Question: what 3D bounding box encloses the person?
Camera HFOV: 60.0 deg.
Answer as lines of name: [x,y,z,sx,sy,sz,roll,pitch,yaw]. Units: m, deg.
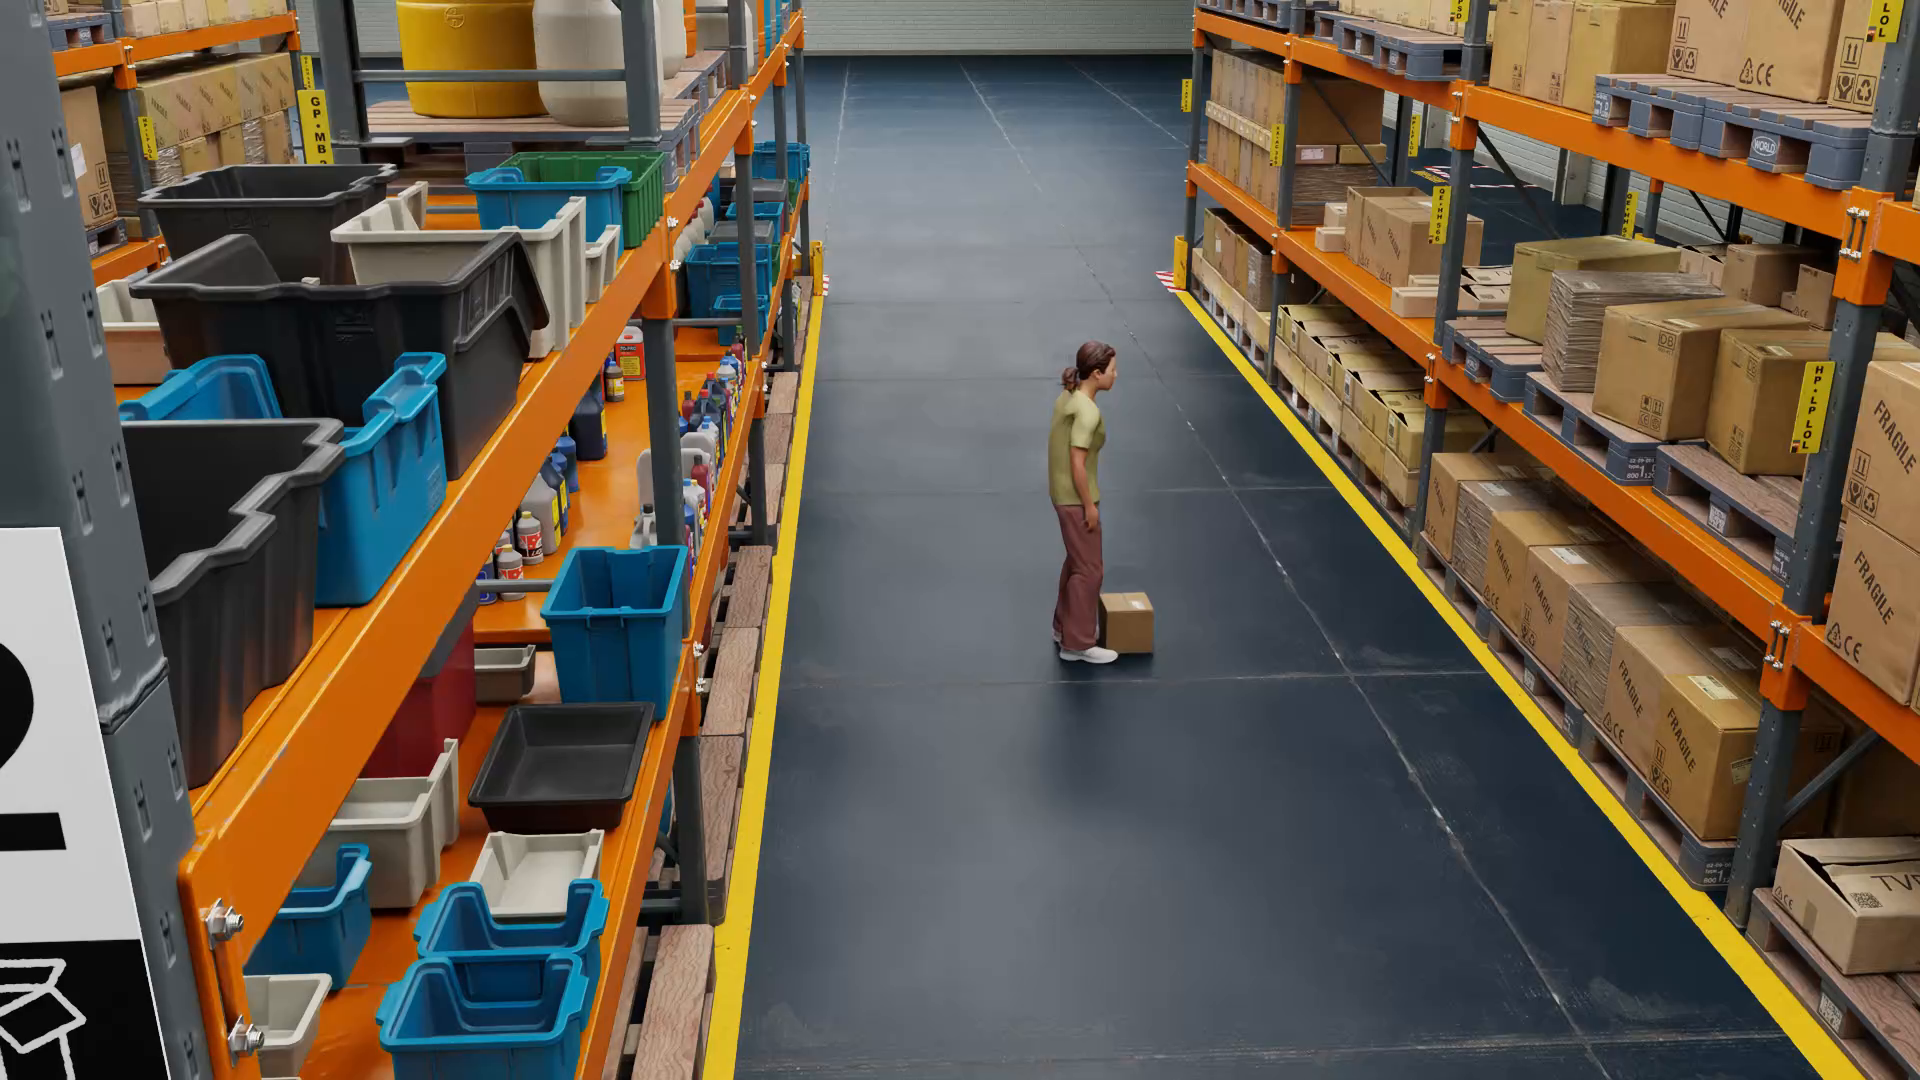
person: [0.638,-0.210,8.644,0.361,1.672,0.499,-2,21,-5]
